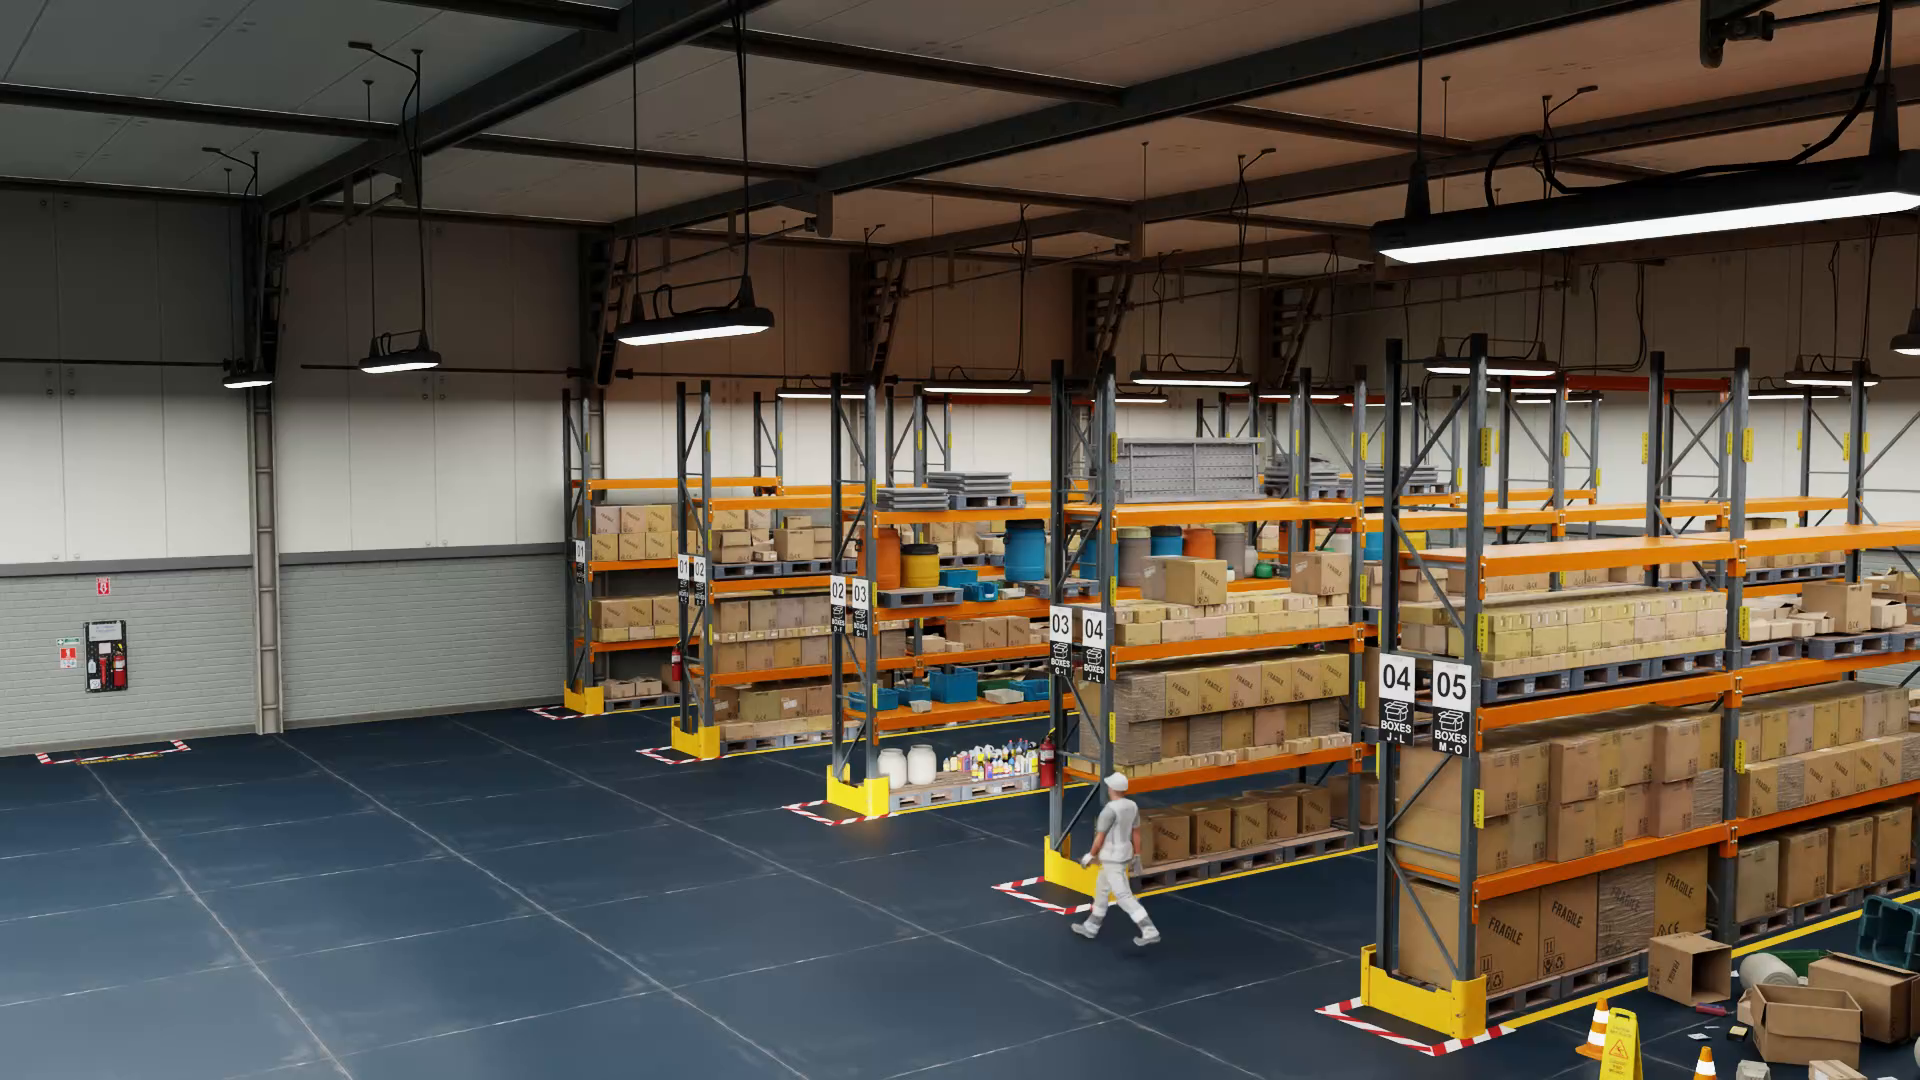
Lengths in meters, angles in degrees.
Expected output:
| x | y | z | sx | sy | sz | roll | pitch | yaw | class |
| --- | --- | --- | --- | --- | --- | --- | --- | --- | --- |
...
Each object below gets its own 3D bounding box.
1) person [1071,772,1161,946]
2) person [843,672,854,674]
| x | y | z | sx | sy | sz | roll | pitch | yaw | class |
| --- | --- | --- | --- | --- | --- | --- | --- | --- | --- |
| 1.552 | 3.212 | 16.744 | 1.056 | 1.759 | 0.507 | 2 | 4 | 27 | person |
| -2.128 | 2.239 | 32.002 | 0.701 | 1.716 | 0.828 | 0 | 4 | 2 | person |
